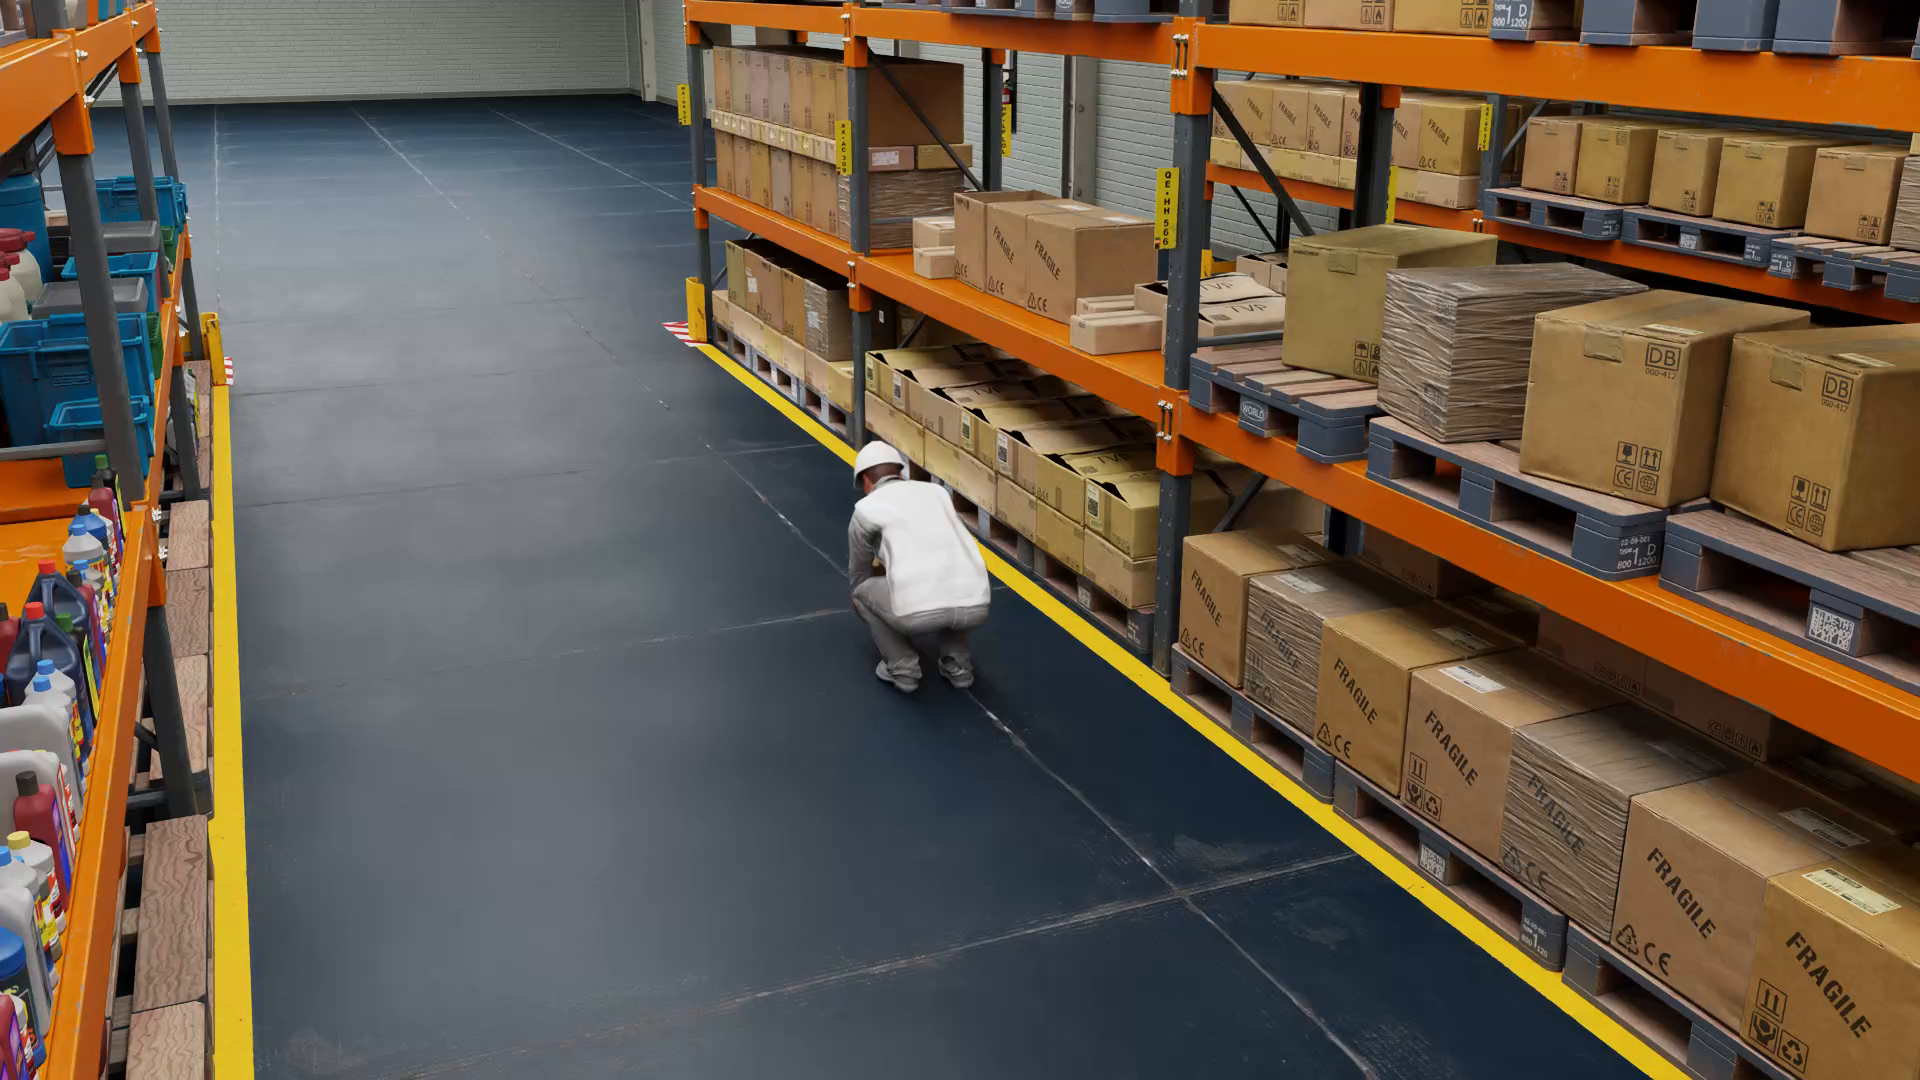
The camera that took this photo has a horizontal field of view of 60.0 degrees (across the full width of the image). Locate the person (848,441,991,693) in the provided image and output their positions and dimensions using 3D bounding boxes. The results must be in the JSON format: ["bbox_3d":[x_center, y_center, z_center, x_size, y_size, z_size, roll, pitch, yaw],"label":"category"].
[{"bbox_3d":[-0.210,0.123,7.368,0.523,1.012,0.869,-8,20,-22],"label":"person"}]
